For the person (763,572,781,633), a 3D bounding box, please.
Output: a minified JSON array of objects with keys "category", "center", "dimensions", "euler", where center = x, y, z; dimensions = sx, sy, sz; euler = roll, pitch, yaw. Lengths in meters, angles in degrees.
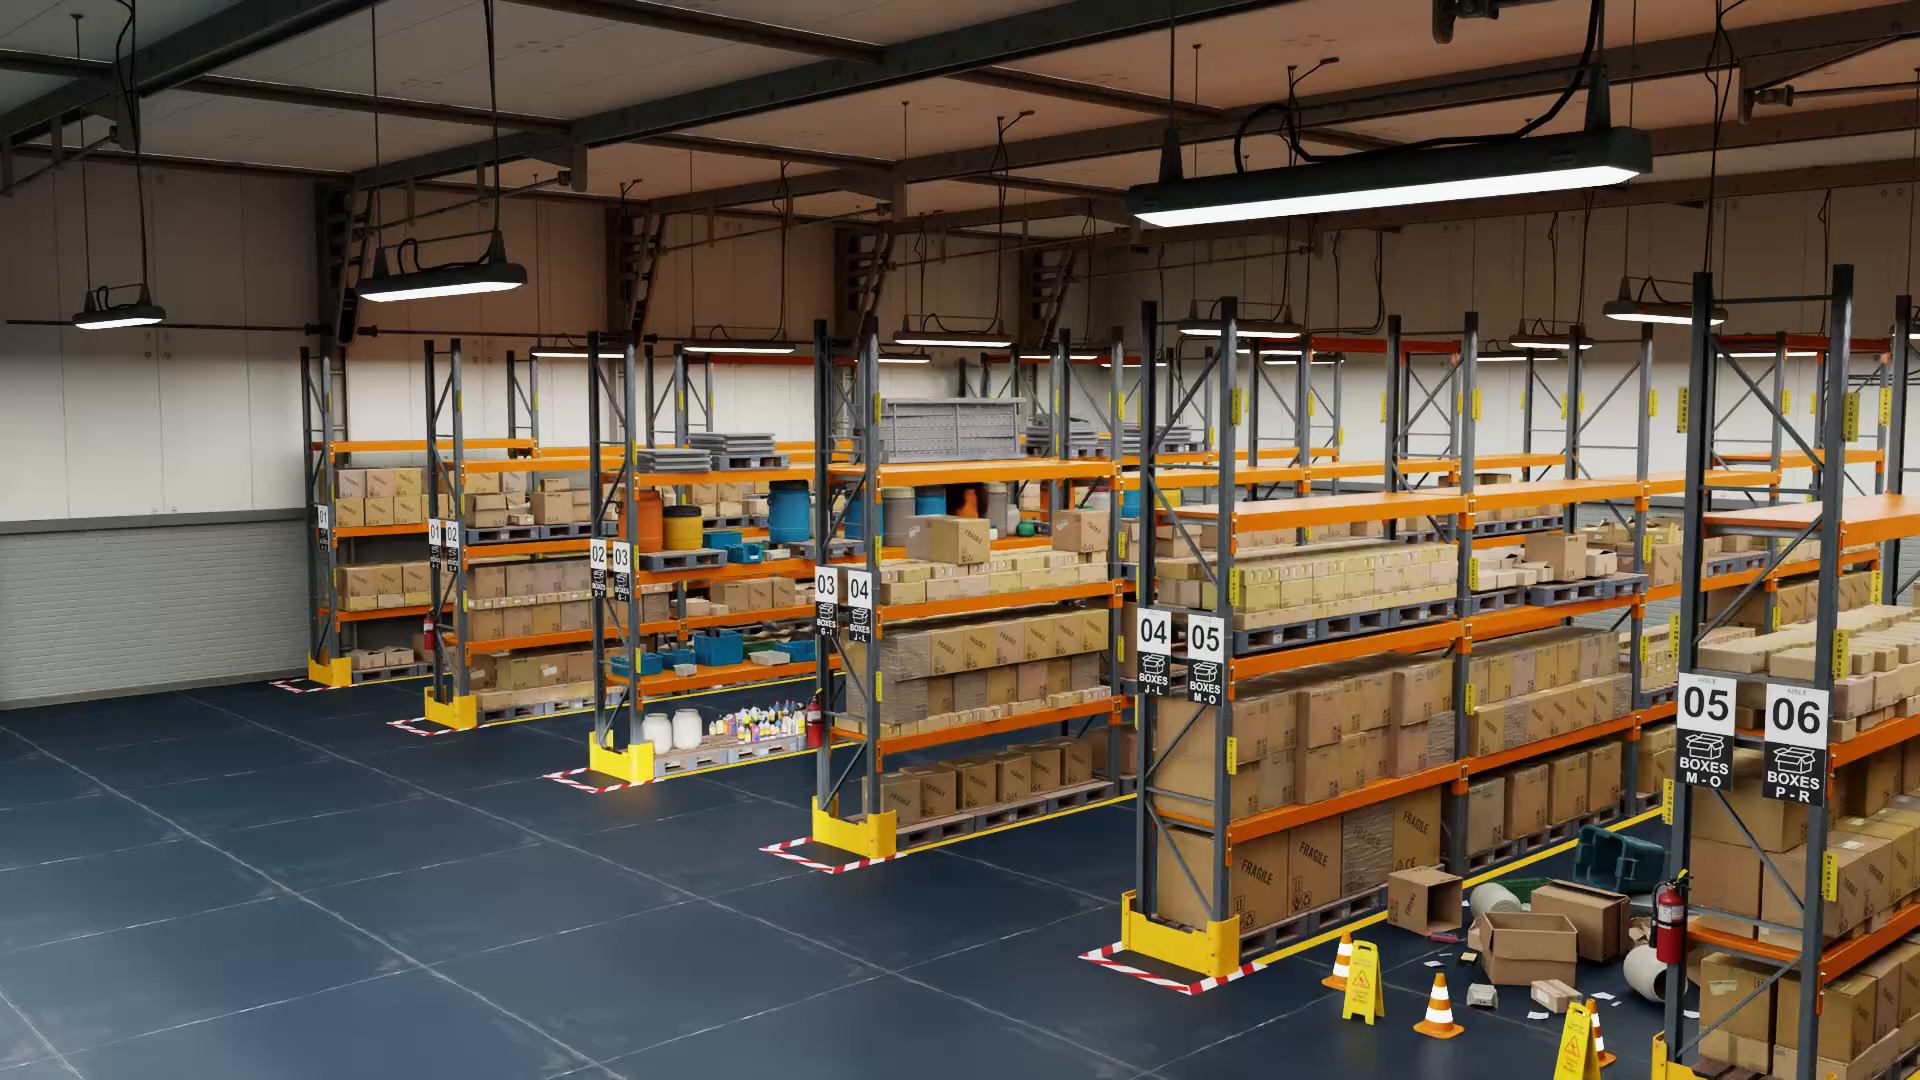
[{"category":"person","center":[-3.853,1.371,33.855],"dimensions":[0.577,1.629,0.592],"euler":[-5,7,-44]}]
